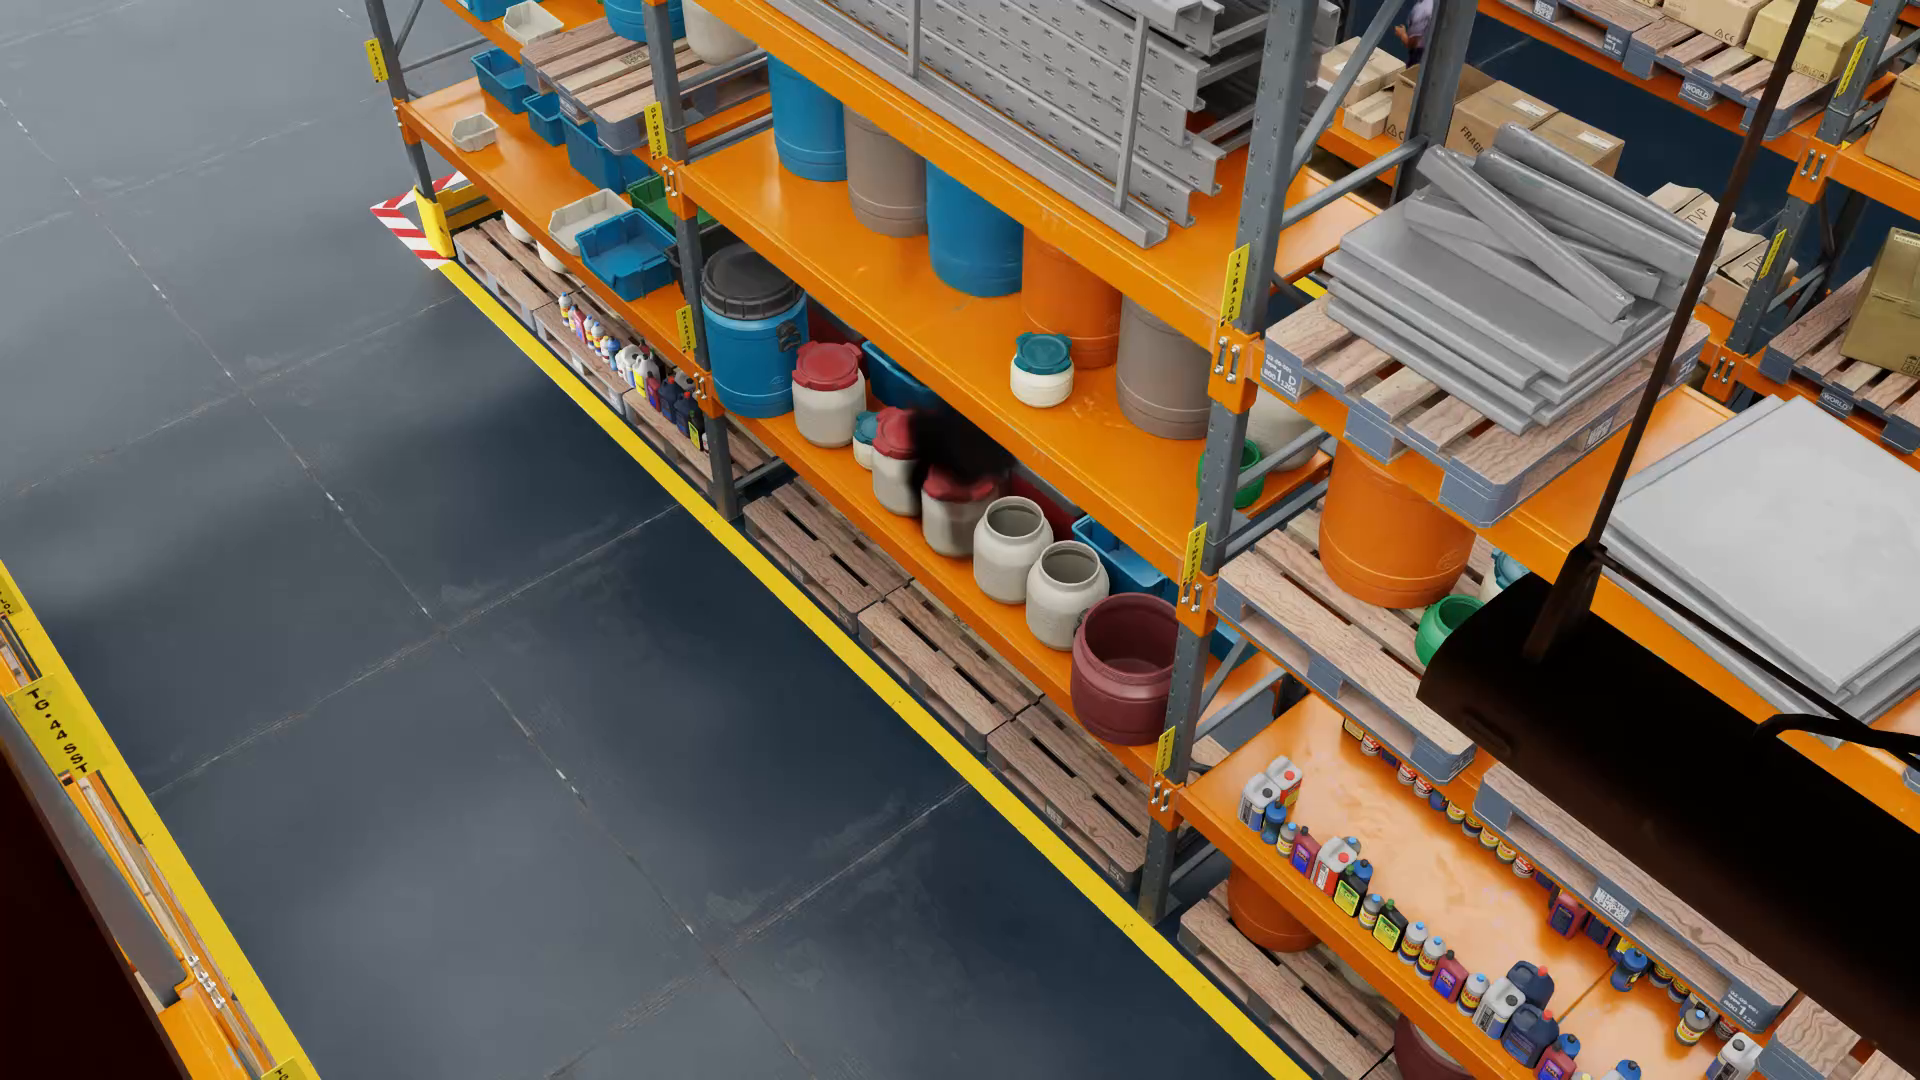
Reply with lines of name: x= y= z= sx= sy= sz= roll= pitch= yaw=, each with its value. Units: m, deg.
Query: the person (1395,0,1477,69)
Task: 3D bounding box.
person: x=3.836 y=-3.832 z=13.517 sx=0.619 sy=1.670 sz=0.829 roll=-33 pitch=55 yaw=-28
